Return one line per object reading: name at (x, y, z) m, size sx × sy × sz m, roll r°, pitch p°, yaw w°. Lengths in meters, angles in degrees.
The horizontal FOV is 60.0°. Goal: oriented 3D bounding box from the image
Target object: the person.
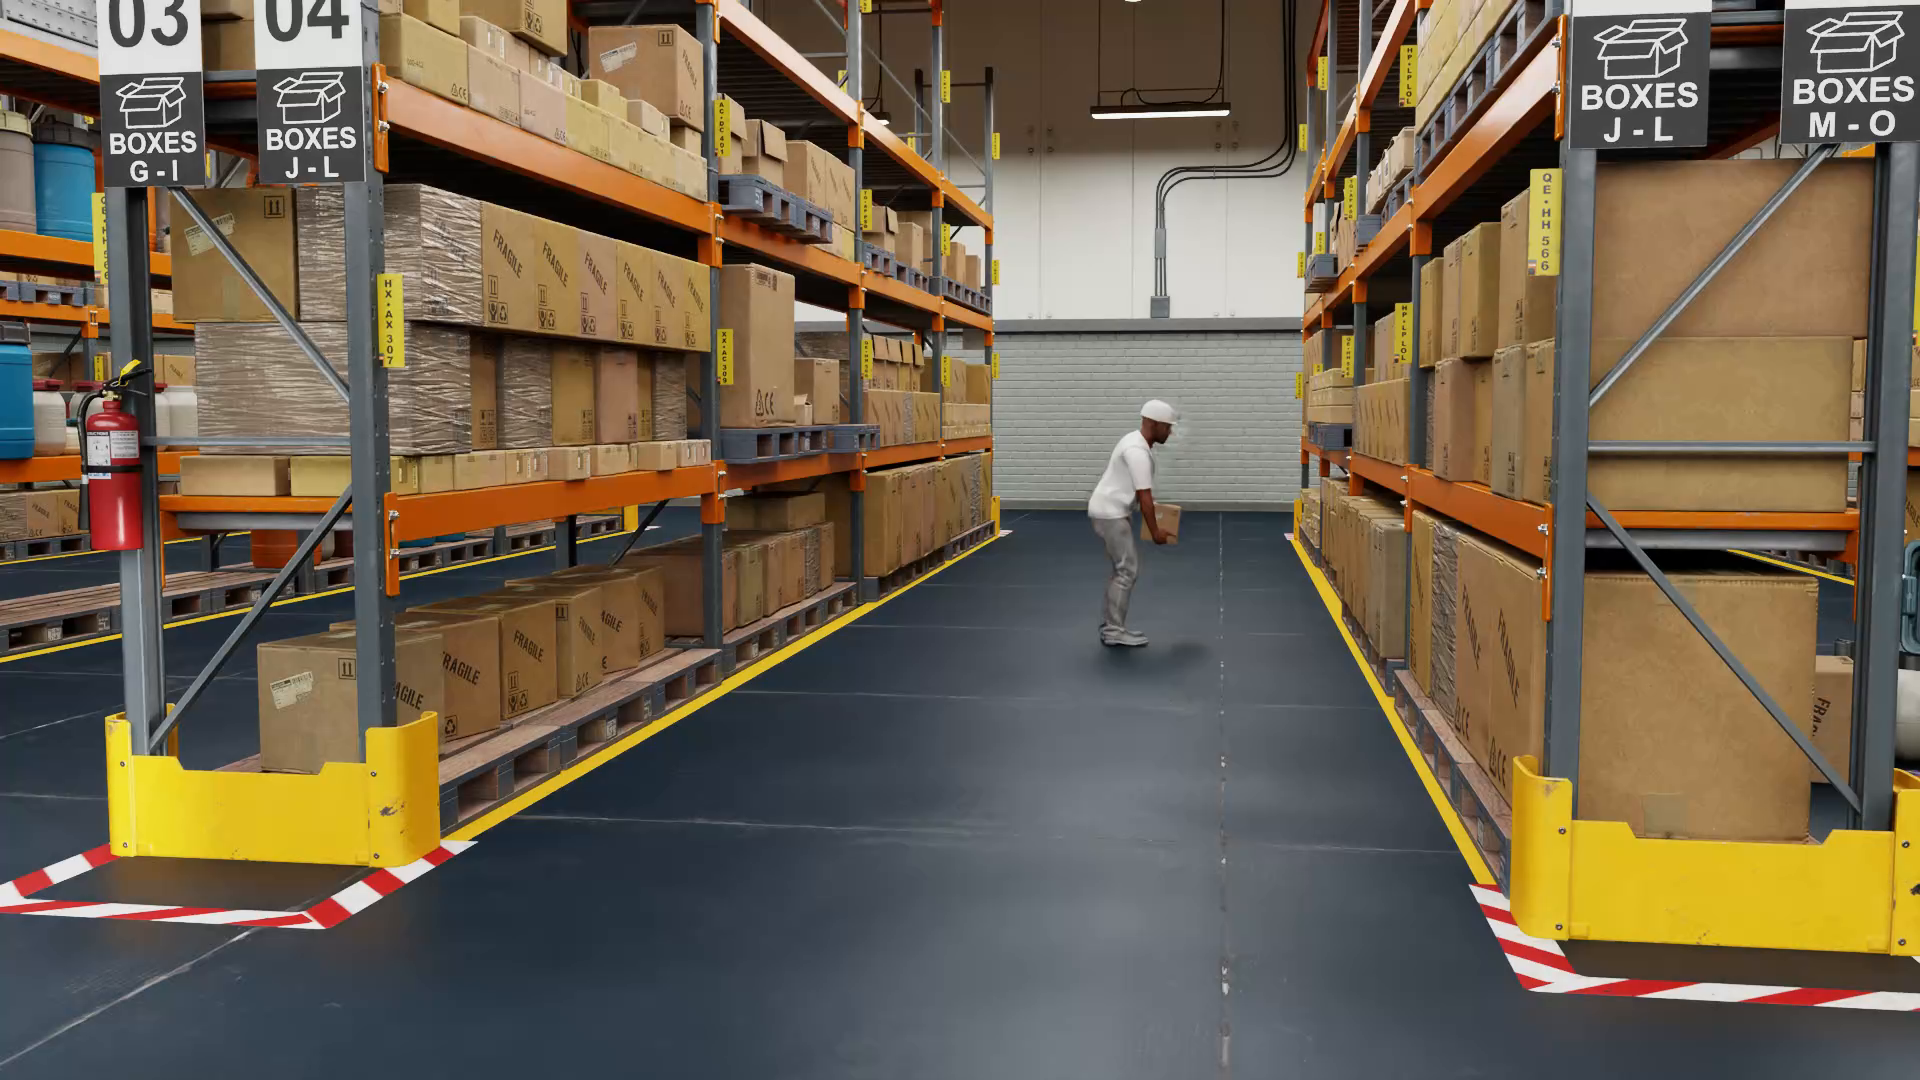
person at (1.209, -0.126, 11.574) m, size 0.632 × 1.693 × 0.488 m, roll 1°, pitch 4°, yaw 8°
